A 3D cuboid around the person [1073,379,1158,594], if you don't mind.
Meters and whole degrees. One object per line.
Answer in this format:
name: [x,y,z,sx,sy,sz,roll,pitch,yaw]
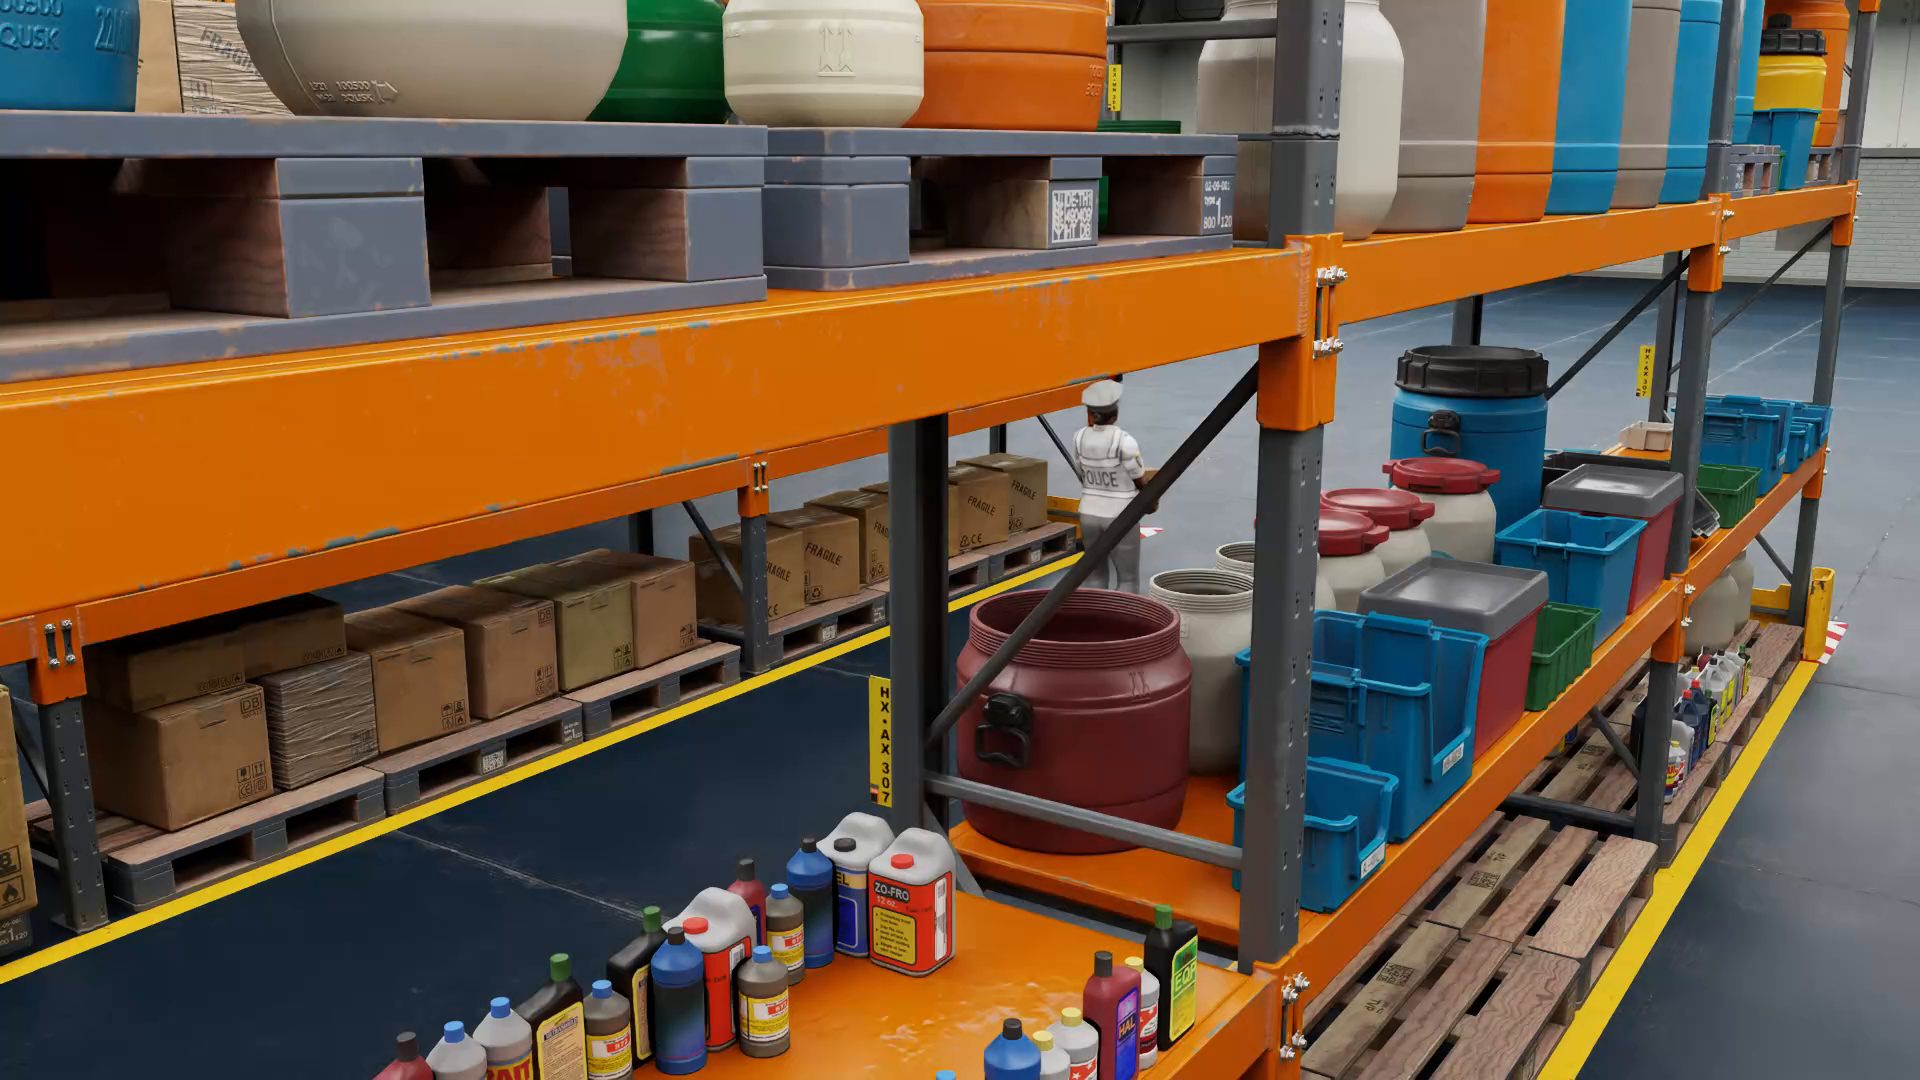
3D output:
person: [0.936,-0.129,9.981,0.450,1.688,0.540,9,16,34]
